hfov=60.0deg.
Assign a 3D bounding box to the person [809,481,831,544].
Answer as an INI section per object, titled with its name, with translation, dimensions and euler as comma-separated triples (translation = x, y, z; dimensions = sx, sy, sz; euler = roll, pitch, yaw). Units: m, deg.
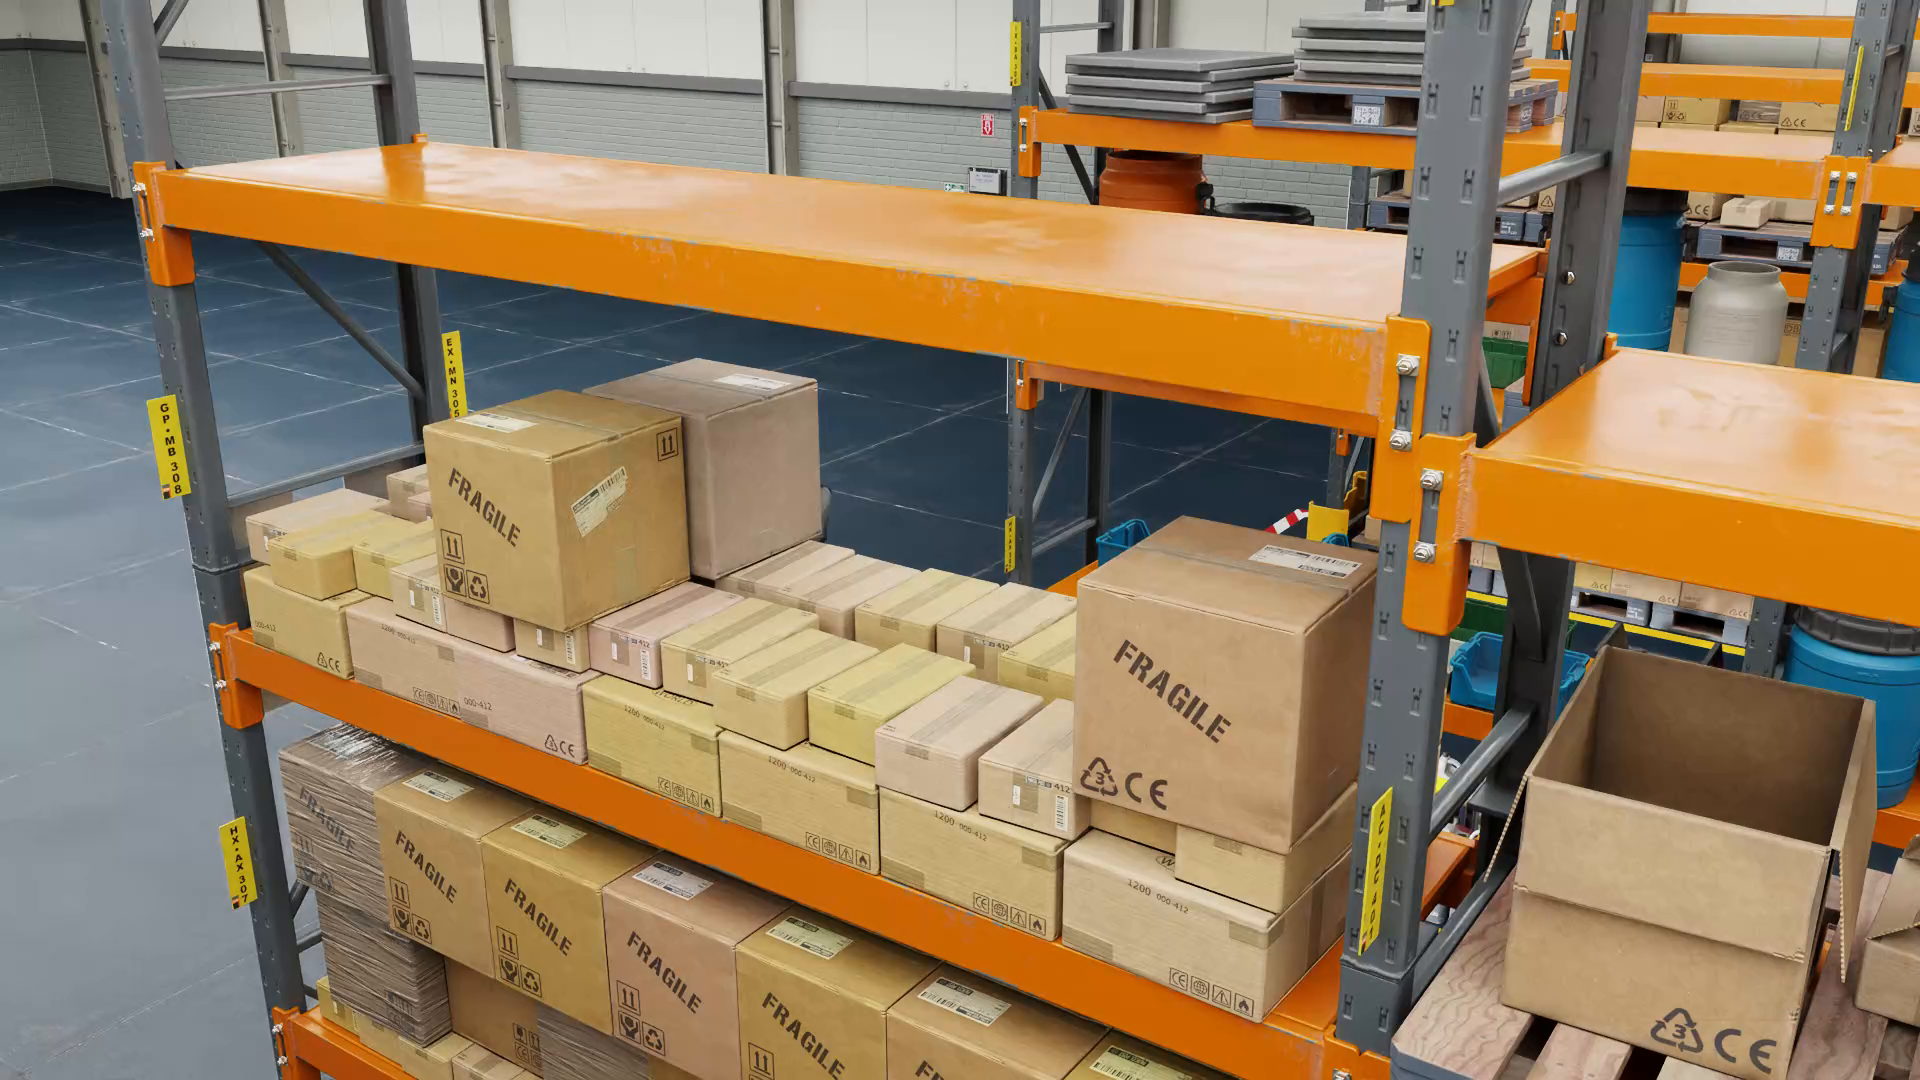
[person]
translation = -1.176, 0.183, 11.587
dimensions = 0.544, 1.726, 0.504
euler = 12, 23, 30
